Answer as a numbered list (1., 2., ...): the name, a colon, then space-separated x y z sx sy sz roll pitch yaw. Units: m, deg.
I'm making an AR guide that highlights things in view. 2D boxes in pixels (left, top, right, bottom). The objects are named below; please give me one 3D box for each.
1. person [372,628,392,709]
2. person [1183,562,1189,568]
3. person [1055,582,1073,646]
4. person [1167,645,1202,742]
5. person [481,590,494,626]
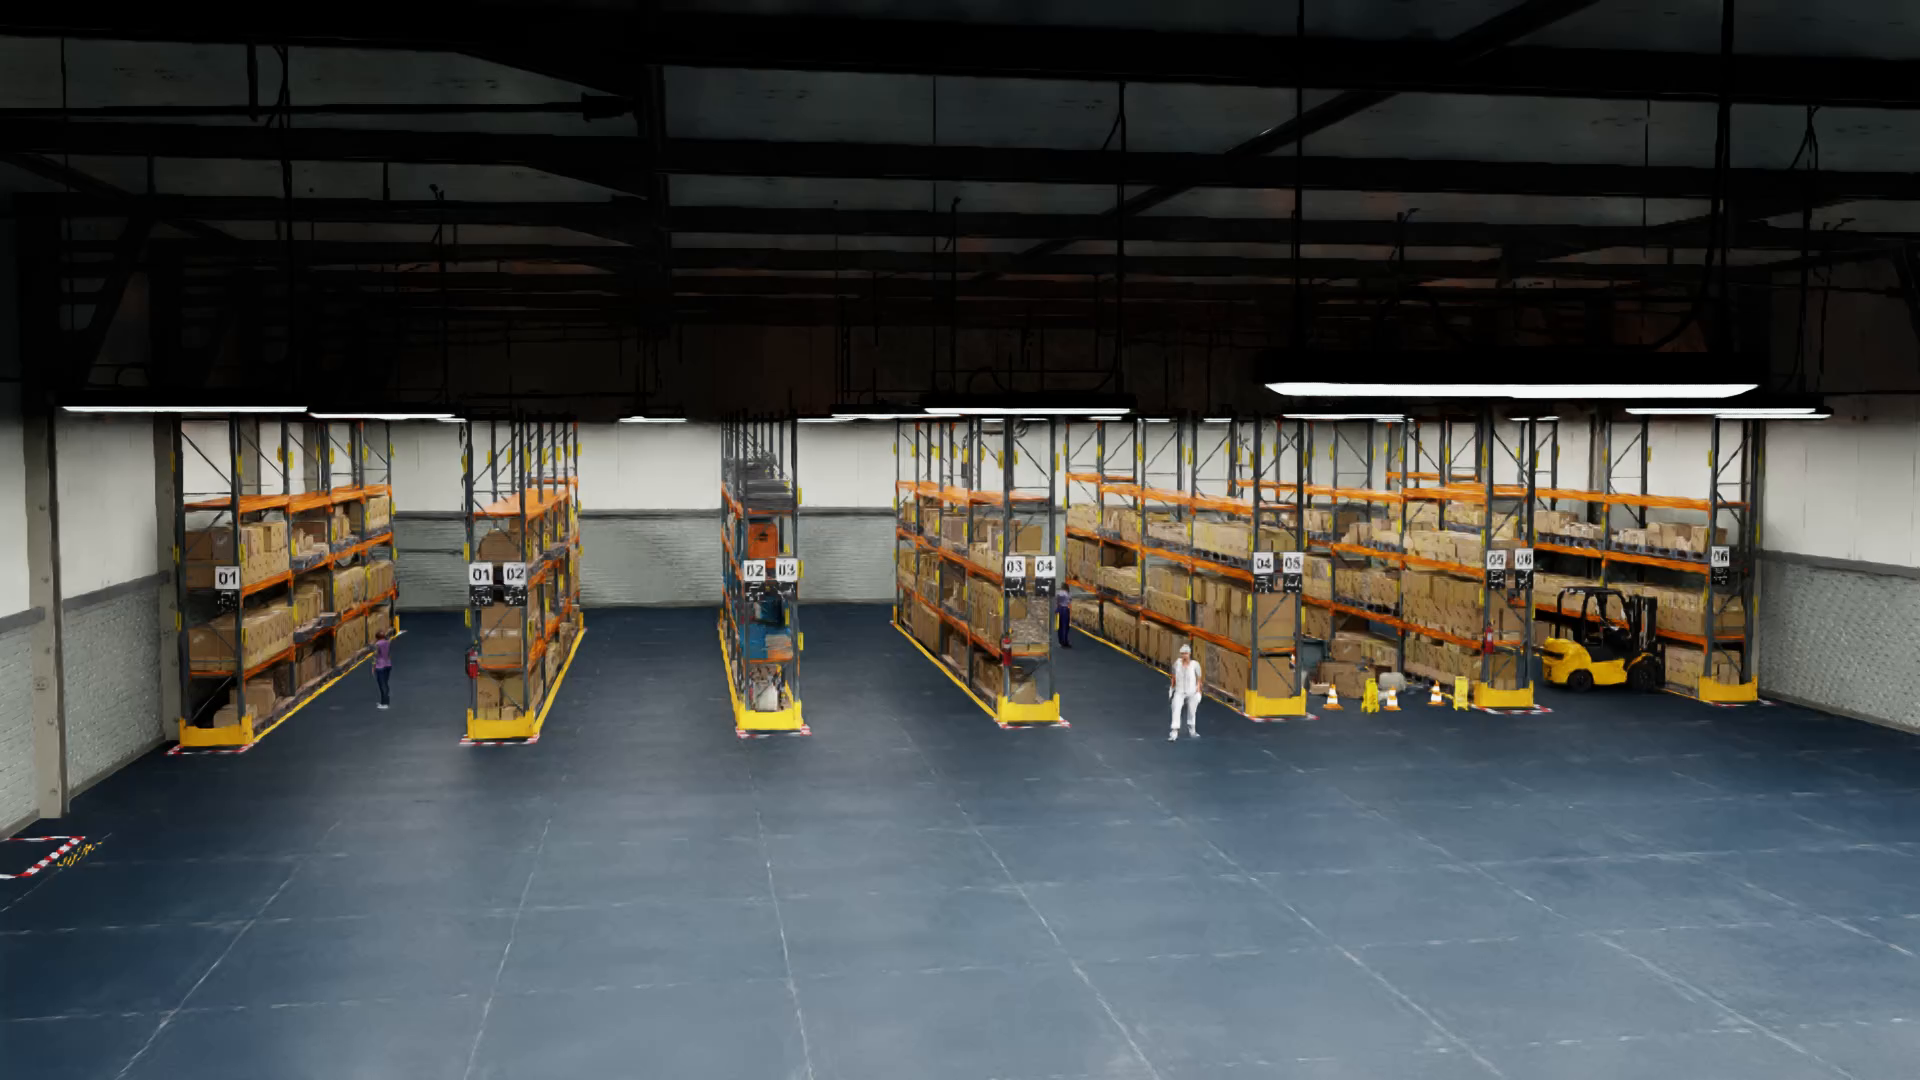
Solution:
1. person: -11.646 2.577 33.474 0.497 1.594 0.515 2 4 22
2. person: 6.571 1.510 48.354 0.745 1.662 0.692 -1 4 -13
3. person: 2.712 1.904 42.951 0.483 1.644 0.622 -3 5 -38
4. person: 4.052 2.751 30.034 0.612 1.743 0.929 1 4 15
5. person: -12.242 1.840 43.311 0.418 1.726 0.653 2 4 25
